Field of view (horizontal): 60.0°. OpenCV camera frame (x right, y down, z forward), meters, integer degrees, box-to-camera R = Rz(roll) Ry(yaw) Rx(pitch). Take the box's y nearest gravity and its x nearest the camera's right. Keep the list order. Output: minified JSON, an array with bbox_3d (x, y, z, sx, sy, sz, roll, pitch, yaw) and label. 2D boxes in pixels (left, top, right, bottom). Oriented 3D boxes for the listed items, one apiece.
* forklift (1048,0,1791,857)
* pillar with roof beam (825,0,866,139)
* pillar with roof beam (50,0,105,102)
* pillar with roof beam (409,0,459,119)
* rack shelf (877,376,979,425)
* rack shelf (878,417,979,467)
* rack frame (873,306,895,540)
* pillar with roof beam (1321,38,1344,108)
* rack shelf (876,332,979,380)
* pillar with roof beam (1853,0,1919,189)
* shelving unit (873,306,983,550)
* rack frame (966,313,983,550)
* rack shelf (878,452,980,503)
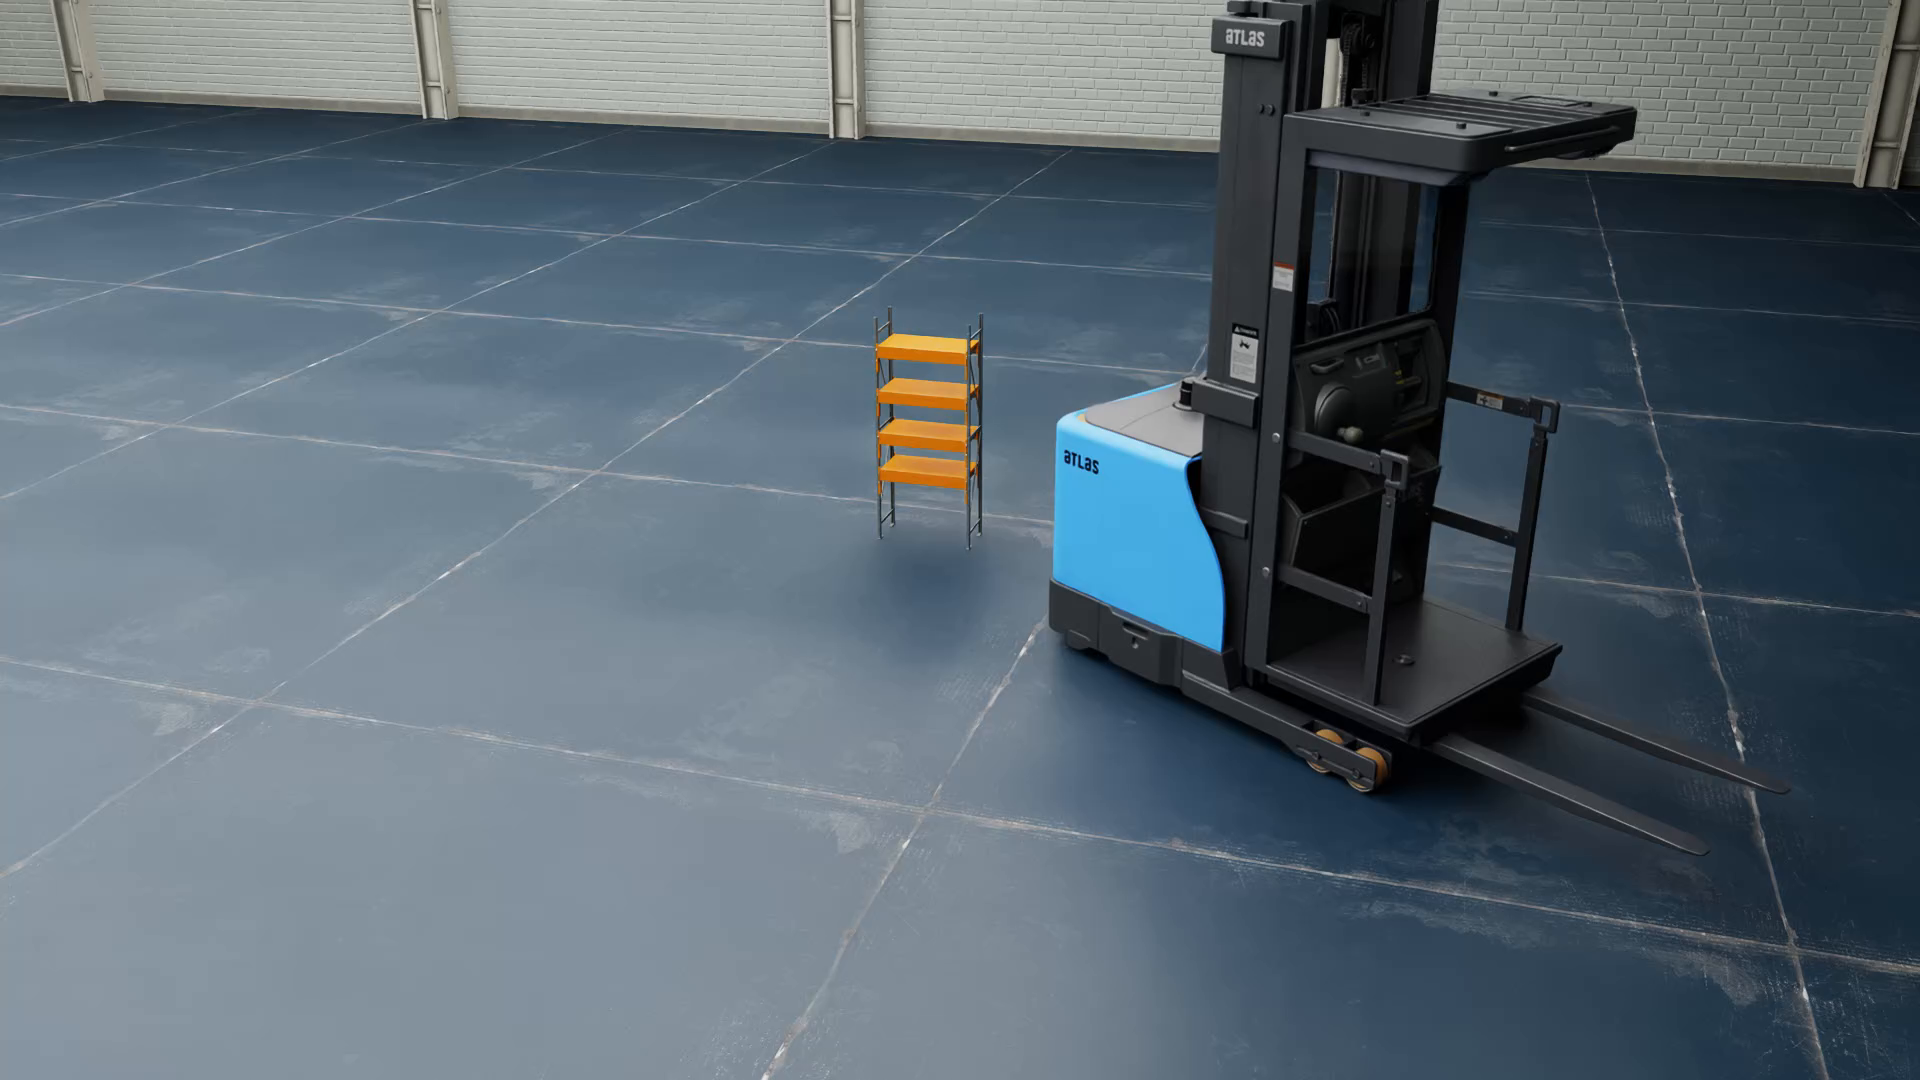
[{"bbox_3d":[1.754,-0.604,6.379,1.130,2.935,3.031,-18,29,-38],"label":"forklift"},{"bbox_3d":[-2.689,-7.803,15.936,0.400,9.000,9.100,7,23,16],"label":"pillar with roof beam"},{"bbox_3d":[-14.177,-9.119,19.143,0.400,9.000,9.100,7,23,16],"label":"pillar with roof beam"},{"bbox_3d":[-8.433,-8.461,17.539,0.400,9.000,9.100,7,23,16],"label":"pillar with roof beam"},{"bbox_3d":[-0.158,-0.718,8.527,0.480,0.148,0.258,7,23,16],"label":"rack shelf"},{"bbox_3d":[-0.158,-0.511,8.612,0.480,0.148,0.258,7,23,16],"label":"rack shelf"},{"bbox_3d":[-0.392,-0.600,8.652,0.015,1.200,0.240,7,23,16],"label":"rack frame"},{"bbox_3d":[3.055,-7.146,14.332,0.400,9.000,9.100,7,23,16],"label":"pillar with roof beam"},{"bbox_3d":[-0.158,-0.937,8.437,0.480,0.148,0.258,7,23,16],"label":"rack shelf"},{"bbox_3d":[8.799,-6.488,12.729,0.400,9.000,9.100,7,23,16],"label":"pillar with roof beam"},{"bbox_3d":[-0.158,-0.573,8.587,0.503,1.200,0.258,7,23,16],"label":"shelving unit"},{"bbox_3d":[0.075,-0.547,8.521,0.015,1.200,0.240,7,23,16],"label":"rack frame"},{"bbox_3d":[-0.158,-0.327,8.687,0.480,0.148,0.258,7,23,16],"label":"rack shelf"}]
